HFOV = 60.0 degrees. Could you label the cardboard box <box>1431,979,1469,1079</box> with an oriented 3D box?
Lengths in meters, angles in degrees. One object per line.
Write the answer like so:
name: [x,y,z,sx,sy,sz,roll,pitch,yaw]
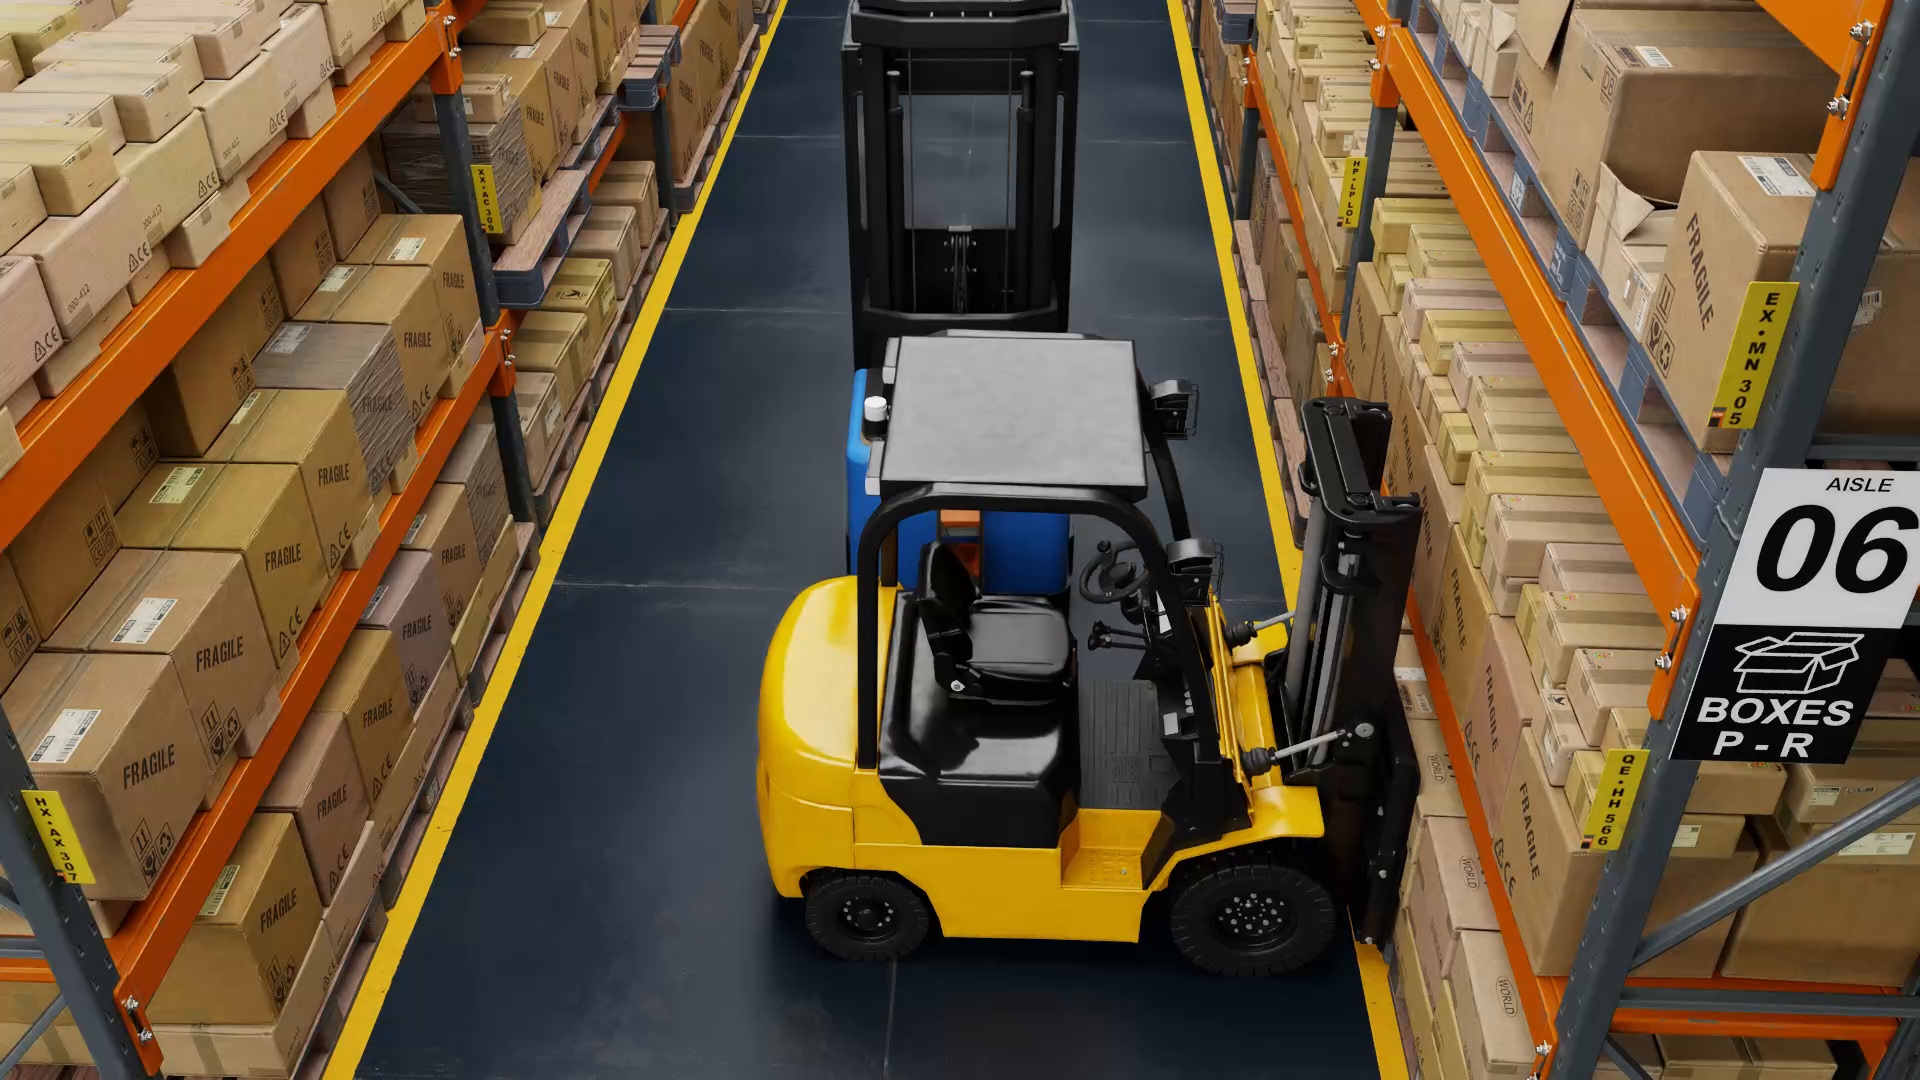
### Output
cardboard box: [1.819,1.678,5.291,0.500,0.250,0.500,1,35,1]

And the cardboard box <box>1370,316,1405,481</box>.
cardboard box: [1.990,-0.575,6.818,0.500,0.500,0.500,2,35,3]

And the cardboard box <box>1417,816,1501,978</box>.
cardboard box: [1.834,1.195,5.544,0.500,0.250,0.500,2,35,3]

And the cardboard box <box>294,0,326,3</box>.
cardboard box: [-2.394,-2.008,5.860,0.380,0.149,0.250,2,35,3]

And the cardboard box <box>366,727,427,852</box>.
cardboard box: [-2.501,0.992,6.701,0.500,0.250,0.500,4,35,5]

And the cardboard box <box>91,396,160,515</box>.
cardboard box: [-3.100,-0.353,5.374,0.700,0.500,0.500,1,35,1]

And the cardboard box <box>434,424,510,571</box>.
cardboard box: [-2.442,-0.202,7.749,0.500,0.500,0.500,1,35,1]

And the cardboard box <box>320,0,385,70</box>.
cardboard box: [-2.455,-1.932,6.099,0.500,0.250,0.500,1,35,1]

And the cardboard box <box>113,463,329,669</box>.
cardboard box: [-2.515,0.085,5.621,0.500,0.500,0.500,1,35,1]

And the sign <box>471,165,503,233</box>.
sign: [-2.144,-1.541,7.527,0.100,0.325,0.005,1,35,2]

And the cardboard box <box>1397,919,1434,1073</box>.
cardboard box: [1.845,1.606,5.828,0.500,0.250,0.500,1,35,2]

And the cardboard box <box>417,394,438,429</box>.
cardboard box: [-2.487,-0.609,7.172,0.380,0.149,0.250,2,35,2]

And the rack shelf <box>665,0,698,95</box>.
rack shelf: [-2.446,-4.348,12.899,1.077,0.370,4.000,1,35,2]

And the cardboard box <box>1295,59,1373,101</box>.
cardboard box: [2.020,-2.479,8.963,0.380,0.149,0.250,0,35,1]

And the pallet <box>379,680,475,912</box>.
pallet: [-2.725,1.035,7.039,1.003,0.211,1.213,1,35,2]

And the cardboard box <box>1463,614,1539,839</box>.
cardboard box: [1.900,0.588,5.163,0.500,0.500,0.500,2,35,3]

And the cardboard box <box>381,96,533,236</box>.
cardboard box: [-2.381,-1.792,7.926,0.500,0.500,0.500,2,35,3]

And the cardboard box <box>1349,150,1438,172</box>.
cardboard box: [2.057,-1.739,7.910,0.380,0.149,0.250,1,35,1]

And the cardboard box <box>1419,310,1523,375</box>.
cardboard box: [1.946,-0.740,6.230,0.380,0.149,0.250,1,35,1]

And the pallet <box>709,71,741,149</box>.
pallet: [-2.367,-3.502,13.496,1.003,0.211,1.213,1,35,2]

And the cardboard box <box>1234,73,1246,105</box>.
cardboard box: [2.180,-3.242,11.945,0.380,0.149,0.250,0,35,-1]

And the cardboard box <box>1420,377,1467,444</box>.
cardboard box: [1.917,-0.477,6.114,0.380,0.149,0.250,0,35,0]

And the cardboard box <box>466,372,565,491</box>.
cardboard box: [-2.668,-0.593,8.851,0.950,0.372,0.625,2,35,2]

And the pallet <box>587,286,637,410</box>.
pallet: [-2.611,-1.204,10.225,1.003,0.211,1.213,1,35,2]

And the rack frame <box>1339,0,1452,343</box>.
rack frame: [2.273,-1.082,7.627,1.000,3.000,0.127,1,35,2]

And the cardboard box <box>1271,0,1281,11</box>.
cardboard box: [2.117,-3.357,10.213,0.380,0.149,0.250,2,35,3]

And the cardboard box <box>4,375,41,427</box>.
cardboard box: [-2.589,-0.357,4.205,0.380,0.149,0.250,0,35,0]

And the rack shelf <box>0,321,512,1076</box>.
rack shelf: [-2.767,0.249,6.359,1.077,0.370,4.000,1,35,2]

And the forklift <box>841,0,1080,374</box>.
forklift: [0.006,-1.558,8.363,1.121,2.935,3.031,0,35,0]

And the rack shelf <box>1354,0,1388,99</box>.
rack shelf: [2.353,-3.164,8.606,1.077,0.370,4.000,1,35,2]

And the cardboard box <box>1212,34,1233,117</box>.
cardboard box: [2.287,-3.664,13.110,0.500,0.500,0.500,0,35,0]

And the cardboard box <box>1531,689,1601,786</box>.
cardboard box: [1.827,0.556,4.644,0.380,0.149,0.250,2,35,3]

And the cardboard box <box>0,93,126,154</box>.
cardboard box: [-2.565,-1.121,4.599,0.380,0.149,0.250,1,35,2]

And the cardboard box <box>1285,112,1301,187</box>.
cardboard box: [2.110,-2.187,9.329,0.500,0.250,0.500,2,35,3]

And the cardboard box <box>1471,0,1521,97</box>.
cardboard box: [1.910,-1.622,5.450,0.396,0.266,0.258,1,35,1]

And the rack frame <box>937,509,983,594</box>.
rack frame: [0.001,0.233,7.451,0.200,1.050,0.008,0,36,0]

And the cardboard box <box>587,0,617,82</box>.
cardboard box: [-2.296,-2.973,9.606,0.500,0.500,0.500,-1,35,-1]

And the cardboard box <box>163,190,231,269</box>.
cardboard box: [-2.462,-0.947,5.044,0.380,0.149,0.250,2,35,2]

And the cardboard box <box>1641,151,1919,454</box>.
cardboard box: [1.887,-0.525,3.686,0.500,0.500,0.500,2,35,3]

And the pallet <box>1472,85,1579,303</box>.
pallet: [2.213,-1.084,5.097,1.003,0.211,1.213,1,35,2]

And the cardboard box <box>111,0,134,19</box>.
cardboard box: [-3.023,-1.877,5.673,0.380,0.149,0.250,0,35,0]

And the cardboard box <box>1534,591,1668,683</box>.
cardboard box: [1.878,0.284,4.773,0.380,0.149,0.250,2,35,3]

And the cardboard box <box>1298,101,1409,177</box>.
cardboard box: [2.077,-2.103,8.775,0.500,0.250,0.500,2,35,3]

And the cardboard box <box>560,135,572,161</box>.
cardboard box: [-2.331,-2.171,9.029,0.380,0.149,0.250,2,35,2]

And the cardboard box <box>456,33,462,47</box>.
cardboard box: [-2.852,-2.381,8.764,0.500,0.500,0.500,2,35,4]

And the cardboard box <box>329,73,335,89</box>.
cardboard box: [-2.536,-1.696,6.110,0.380,0.149,0.250,0,35,0]

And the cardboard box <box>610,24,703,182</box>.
cardboard box: [-2.415,-3.190,12.109,0.875,0.875,0.875,1,35,1]

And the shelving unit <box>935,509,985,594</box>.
shelving unit: [0.000,0.162,7.550,0.215,1.050,0.252,0,36,0]

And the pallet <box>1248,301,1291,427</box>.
pallet: [2.310,-1.068,10.032,1.003,0.211,1.213,1,35,2]

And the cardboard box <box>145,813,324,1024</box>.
cardboard box: [-2.538,1.279,5.641,0.500,0.500,0.500,0,35,0]

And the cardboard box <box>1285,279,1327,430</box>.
cardboard box: [2.322,-1.028,9.250,0.875,0.625,0.625,1,35,1]
